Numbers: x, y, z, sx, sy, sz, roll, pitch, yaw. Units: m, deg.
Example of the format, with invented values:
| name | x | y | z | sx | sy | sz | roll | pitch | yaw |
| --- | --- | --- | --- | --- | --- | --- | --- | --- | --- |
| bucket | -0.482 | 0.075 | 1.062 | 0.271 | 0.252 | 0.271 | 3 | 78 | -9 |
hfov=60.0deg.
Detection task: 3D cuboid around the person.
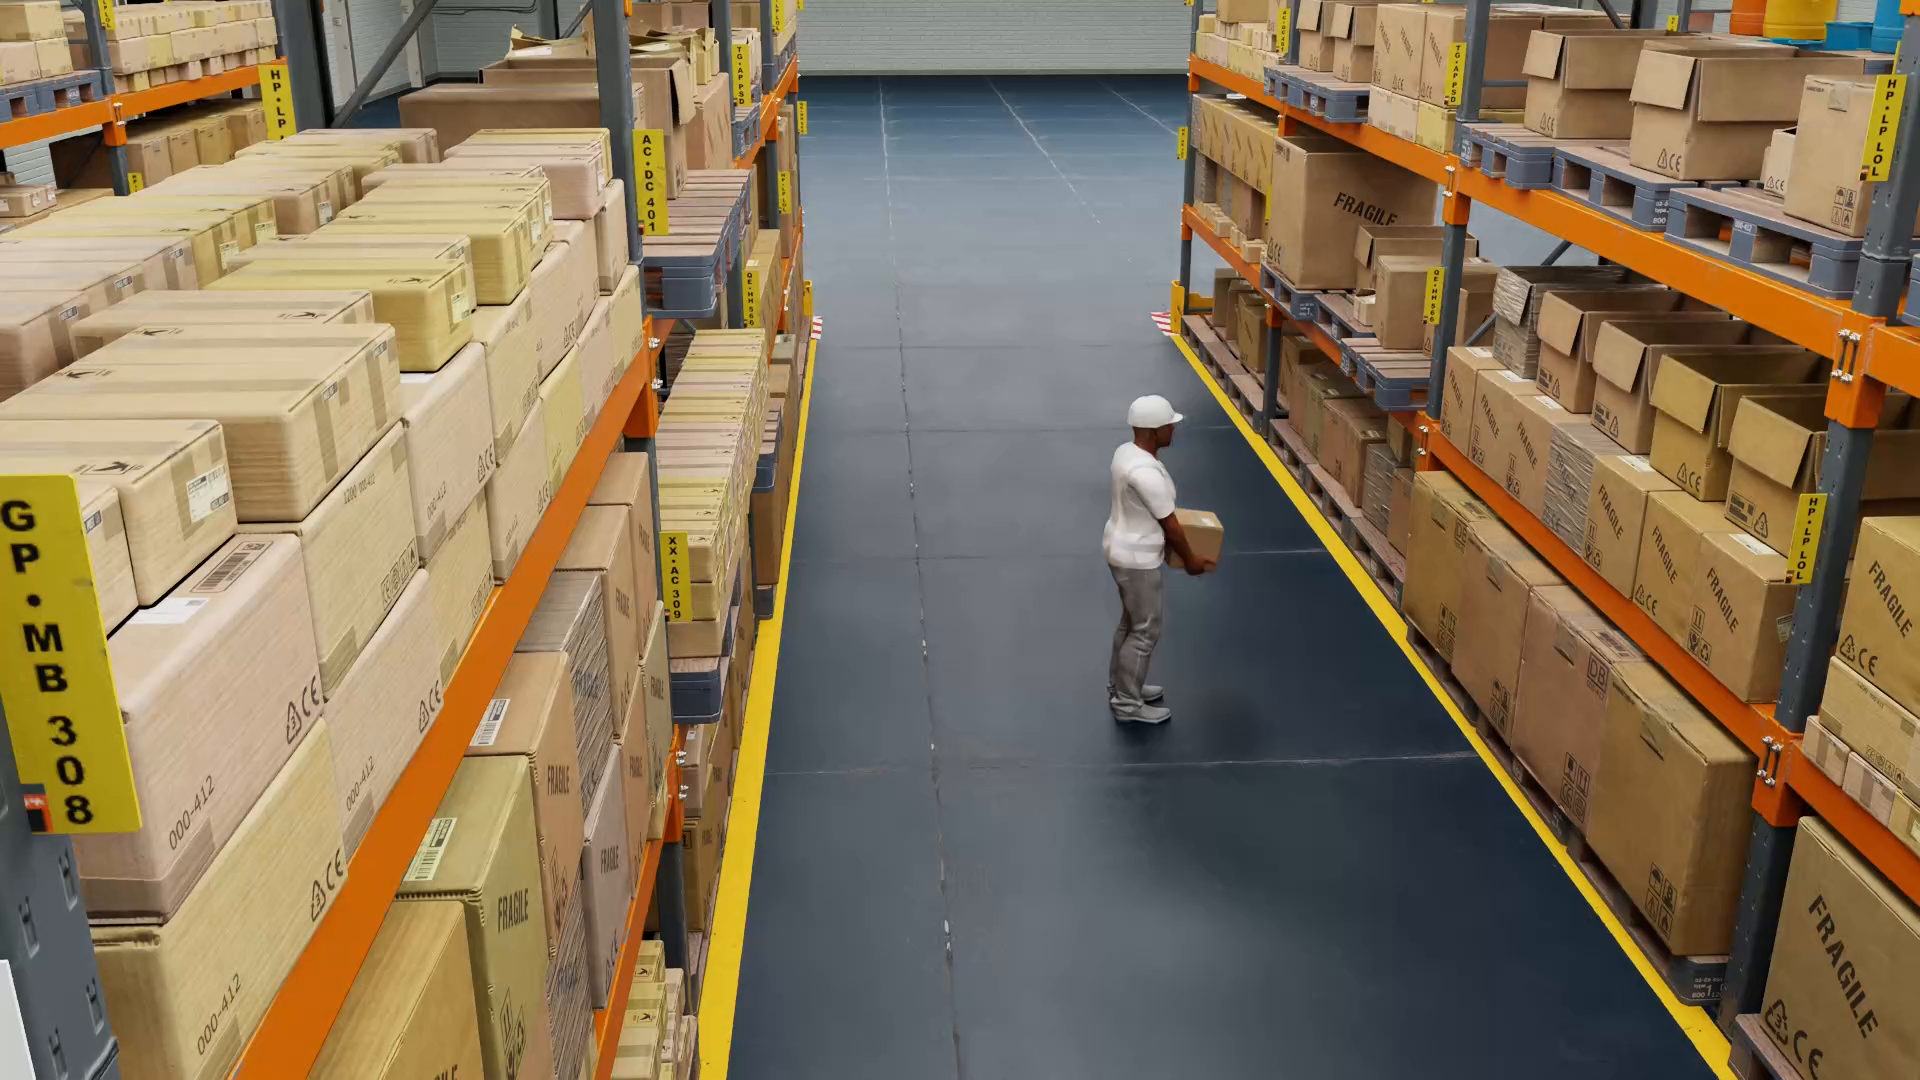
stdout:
| name | x | y | z | sx | sy | sz | roll | pitch | yaw |
| --- | --- | --- | --- | --- | --- | --- | --- | --- | --- |
| person | 1.043 | 0.090 | 8.803 | 0.576 | 1.761 | 0.505 | -1 | 20 | -4 |
